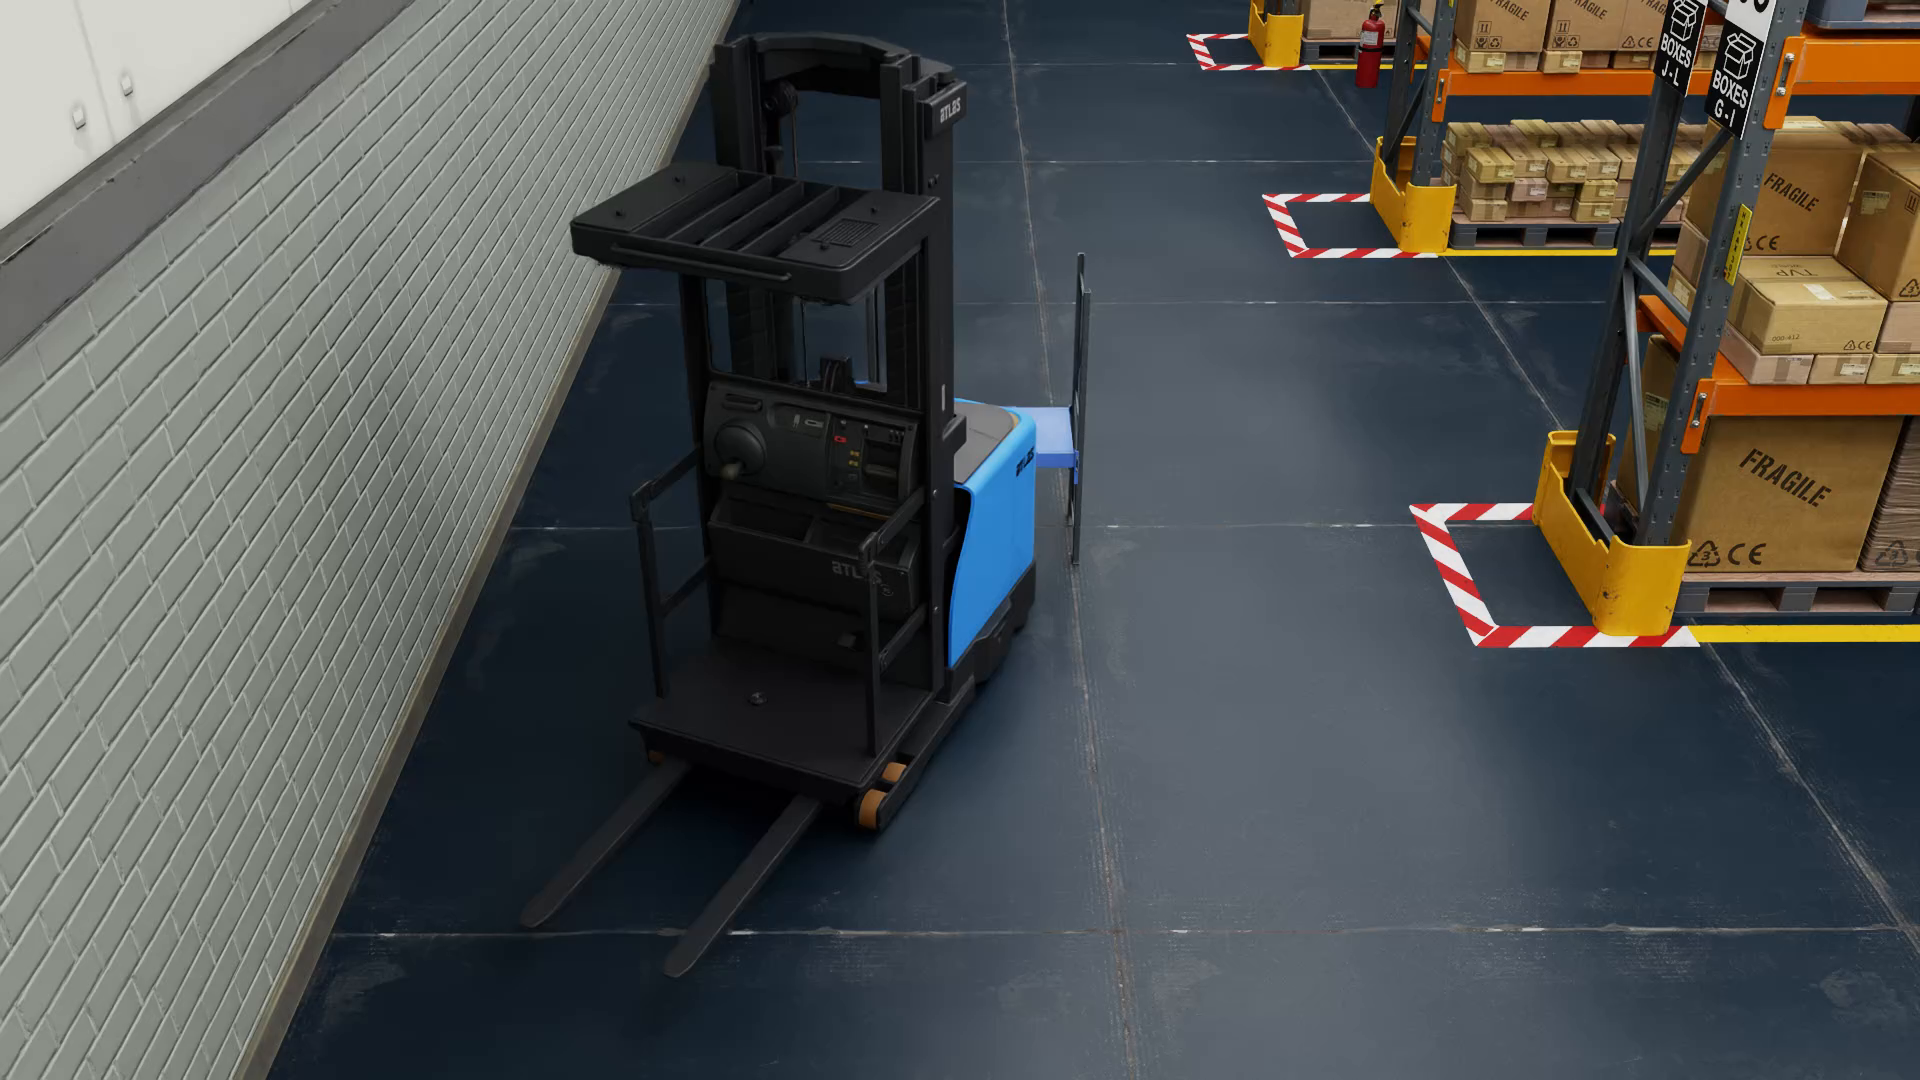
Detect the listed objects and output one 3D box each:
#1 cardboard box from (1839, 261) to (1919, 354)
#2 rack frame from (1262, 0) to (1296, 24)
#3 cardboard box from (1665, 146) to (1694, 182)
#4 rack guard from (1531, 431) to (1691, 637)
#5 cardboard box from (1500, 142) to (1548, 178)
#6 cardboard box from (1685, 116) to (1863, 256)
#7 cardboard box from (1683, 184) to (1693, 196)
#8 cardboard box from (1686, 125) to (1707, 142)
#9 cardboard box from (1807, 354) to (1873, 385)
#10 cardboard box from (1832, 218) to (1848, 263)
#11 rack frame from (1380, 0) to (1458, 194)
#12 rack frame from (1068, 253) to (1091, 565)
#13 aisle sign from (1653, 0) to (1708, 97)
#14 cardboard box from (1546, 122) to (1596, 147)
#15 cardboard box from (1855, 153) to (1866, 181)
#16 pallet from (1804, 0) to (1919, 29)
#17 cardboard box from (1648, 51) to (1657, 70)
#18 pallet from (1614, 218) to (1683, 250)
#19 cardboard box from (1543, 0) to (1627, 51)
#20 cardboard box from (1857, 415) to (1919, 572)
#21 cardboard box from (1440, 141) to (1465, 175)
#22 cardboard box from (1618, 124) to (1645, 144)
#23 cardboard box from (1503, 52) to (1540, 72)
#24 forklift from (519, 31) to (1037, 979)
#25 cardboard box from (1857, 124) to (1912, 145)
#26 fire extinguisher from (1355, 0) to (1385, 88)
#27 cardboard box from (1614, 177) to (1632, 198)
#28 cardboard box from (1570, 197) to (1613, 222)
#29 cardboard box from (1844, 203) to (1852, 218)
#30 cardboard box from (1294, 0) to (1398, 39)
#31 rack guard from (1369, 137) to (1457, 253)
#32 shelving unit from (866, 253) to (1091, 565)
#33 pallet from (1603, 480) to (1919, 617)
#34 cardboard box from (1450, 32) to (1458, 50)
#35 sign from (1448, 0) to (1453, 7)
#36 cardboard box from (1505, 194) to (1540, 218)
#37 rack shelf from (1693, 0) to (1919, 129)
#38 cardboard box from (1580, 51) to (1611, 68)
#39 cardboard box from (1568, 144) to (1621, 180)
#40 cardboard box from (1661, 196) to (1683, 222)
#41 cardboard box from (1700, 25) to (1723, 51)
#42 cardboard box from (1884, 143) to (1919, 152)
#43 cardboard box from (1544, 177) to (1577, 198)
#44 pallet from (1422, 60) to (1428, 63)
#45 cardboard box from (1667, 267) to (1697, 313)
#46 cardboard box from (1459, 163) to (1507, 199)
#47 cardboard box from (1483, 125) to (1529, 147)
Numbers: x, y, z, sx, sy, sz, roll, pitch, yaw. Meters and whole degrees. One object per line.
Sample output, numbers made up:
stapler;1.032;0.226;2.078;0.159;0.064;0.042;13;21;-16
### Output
cardboard box;4.272;-1.053;7.452;0.500;0.250;0.500;-1;31;-1
rack frame;3.210;-6.264;16.183;0.127;3.000;1.000;0;31;0
cardboard box;5.183;-2.752;12.164;0.250;0.149;0.380;0;31;0
rack guard;3.246;-0.055;8.359;0.348;0.500;1.175;0;31;0
cardboard box;4.142;-2.801;12.244;0.250;0.149;0.380;0;31;1
cardboard box;3.756;-1.645;7.705;0.500;0.500;0.500;0;31;0
cardboard box;5.448;-2.684;12.339;0.250;0.149;0.380;1;31;2
cardboard box;5.679;-3.020;12.605;0.250;0.149;0.380;-1;31;-2
cardboard box;3.884;-0.848;7.498;0.250;0.149;0.380;-1;31;-1
cardboard box;4.260;-1.327;7.904;0.500;0.250;0.500;-1;31;-1
rack frame;3.341;-3.697;11.951;0.127;3.000;1.000;0;31;0
rack frame;0.595;-0.643;8.365;0.032;1.500;0.500;0;31;0
aisle sign;3.196;-2.391;7.292;0.004;0.787;0.394;0;31;0
cardboard box;4.638;-3.051;12.656;0.250;0.149;0.380;-1;31;-2
cardboard box;6.483;-2.762;12.181;0.250;0.149;0.380;0;31;-1
pallet;4.012;-2.376;6.968;1.213;0.211;1.003;0;31;0
cardboard box;4.967;-3.462;11.806;0.250;0.149;0.380;-1;31;-1
pallet;5.447;-2.491;12.653;1.213;0.211;1.003;0;31;0
cardboard box;4.327;-3.740;11.639;0.500;0.500;0.500;0;31;0
cardboard box;4.820;-0.441;8.229;0.875;0.875;0.875;0;31;0
cardboard box;3.867;-2.934;12.752;0.250;0.149;0.380;-1;31;-2
cardboard box;5.171;-3.024;12.612;0.250;0.149;0.380;-1;31;-2
cardboard box;3.921;-3.443;11.775;0.250;0.149;0.380;1;31;1
forklift;-0.688;-0.322;6.454;1.130;2.935;3.031;13;34;20
cardboard box;6.995;-3.031;12.624;0.250;0.149;0.380;1;31;2
fire extinguisher;3.087;-3.743;12.461;0.183;0.674;0.296;0;31;0
cardboard box;4.907;-2.666;12.309;0.250;0.149;0.380;-2;31;-3
cardboard box;4.633;-2.485;12.297;0.250;0.149;0.380;0;31;0
cardboard box;6.427;-2.500;12.323;0.250;0.149;0.380;-1;31;-2
cardboard box;3.870;-5.402;16.827;0.875;0.438;0.875;-1;31;-2
rack guard;3.417;-2.628;12.600;0.348;0.500;1.175;0;31;0
shelving unit;0.087;-0.644;8.366;1.048;1.500;0.538;0;31;0
pallet;4.069;0.025;8.505;1.213;0.211;1.003;0;31;0
cardboard box;3.666;-3.737;12.260;0.250;0.149;0.380;0;31;0
sign;3.345;-3.786;11.263;0.005;0.325;0.100;0;31;0
cardboard box;4.128;-2.536;12.382;0.250;0.149;0.380;0;31;0
rack shelf;5.270;-2.105;7.129;4.000;0.370;1.077;0;31;0
cardboard box;4.449;-3.488;11.849;0.250;0.149;0.380;1;31;2
cardboard box;4.642;-2.779;12.208;0.250;0.149;0.380;-2;31;-3
cardboard box;5.137;-2.491;12.307;0.250;0.149;0.380;-2;31;-3
cardboard box;5.327;-3.740;11.639;0.500;0.500;0.500;-1;31;-2
cardboard box;6.987;-2.788;12.224;0.250;0.149;0.380;1;31;1
cardboard box;4.385;-2.671;12.318;0.250;0.149;0.380;0;31;0
pallet;5.226;-5.117;16.981;1.213;0.211;1.003;0;31;0
cardboard box;3.624;-1.188;8.059;0.250;0.149;0.380;0;31;1
cardboard box;3.867;-2.653;12.288;0.250;0.149;0.380;1;31;2
cardboard box;4.121;-3.016;12.599;0.250;0.149;0.380;0;31;1
